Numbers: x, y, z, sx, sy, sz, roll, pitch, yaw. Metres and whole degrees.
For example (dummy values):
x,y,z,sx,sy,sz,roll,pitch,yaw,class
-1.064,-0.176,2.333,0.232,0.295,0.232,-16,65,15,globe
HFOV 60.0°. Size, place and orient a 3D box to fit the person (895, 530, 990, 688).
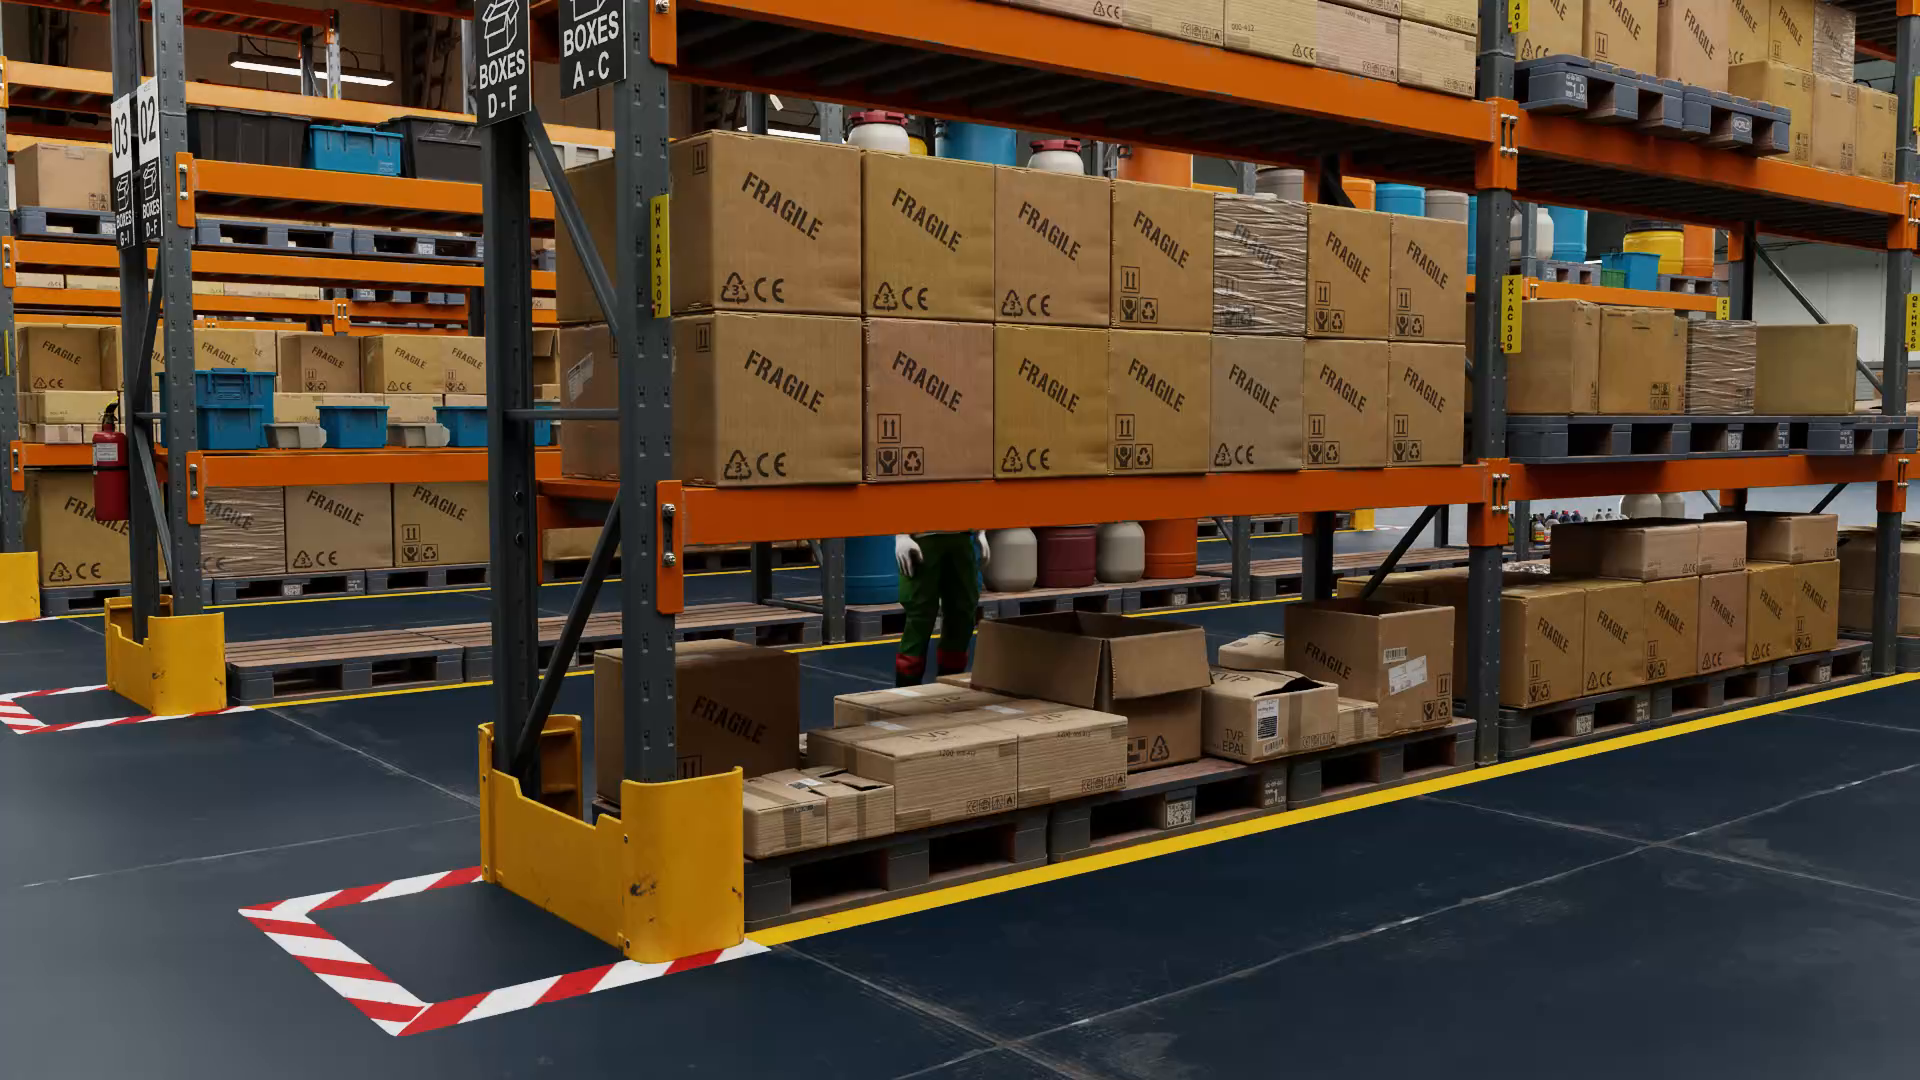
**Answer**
x,y,z,sx,sy,sz,roll,pitch,yaw,class
-0.093,0.013,8.148,0.592,1.778,0.447,-4,6,-41,person
